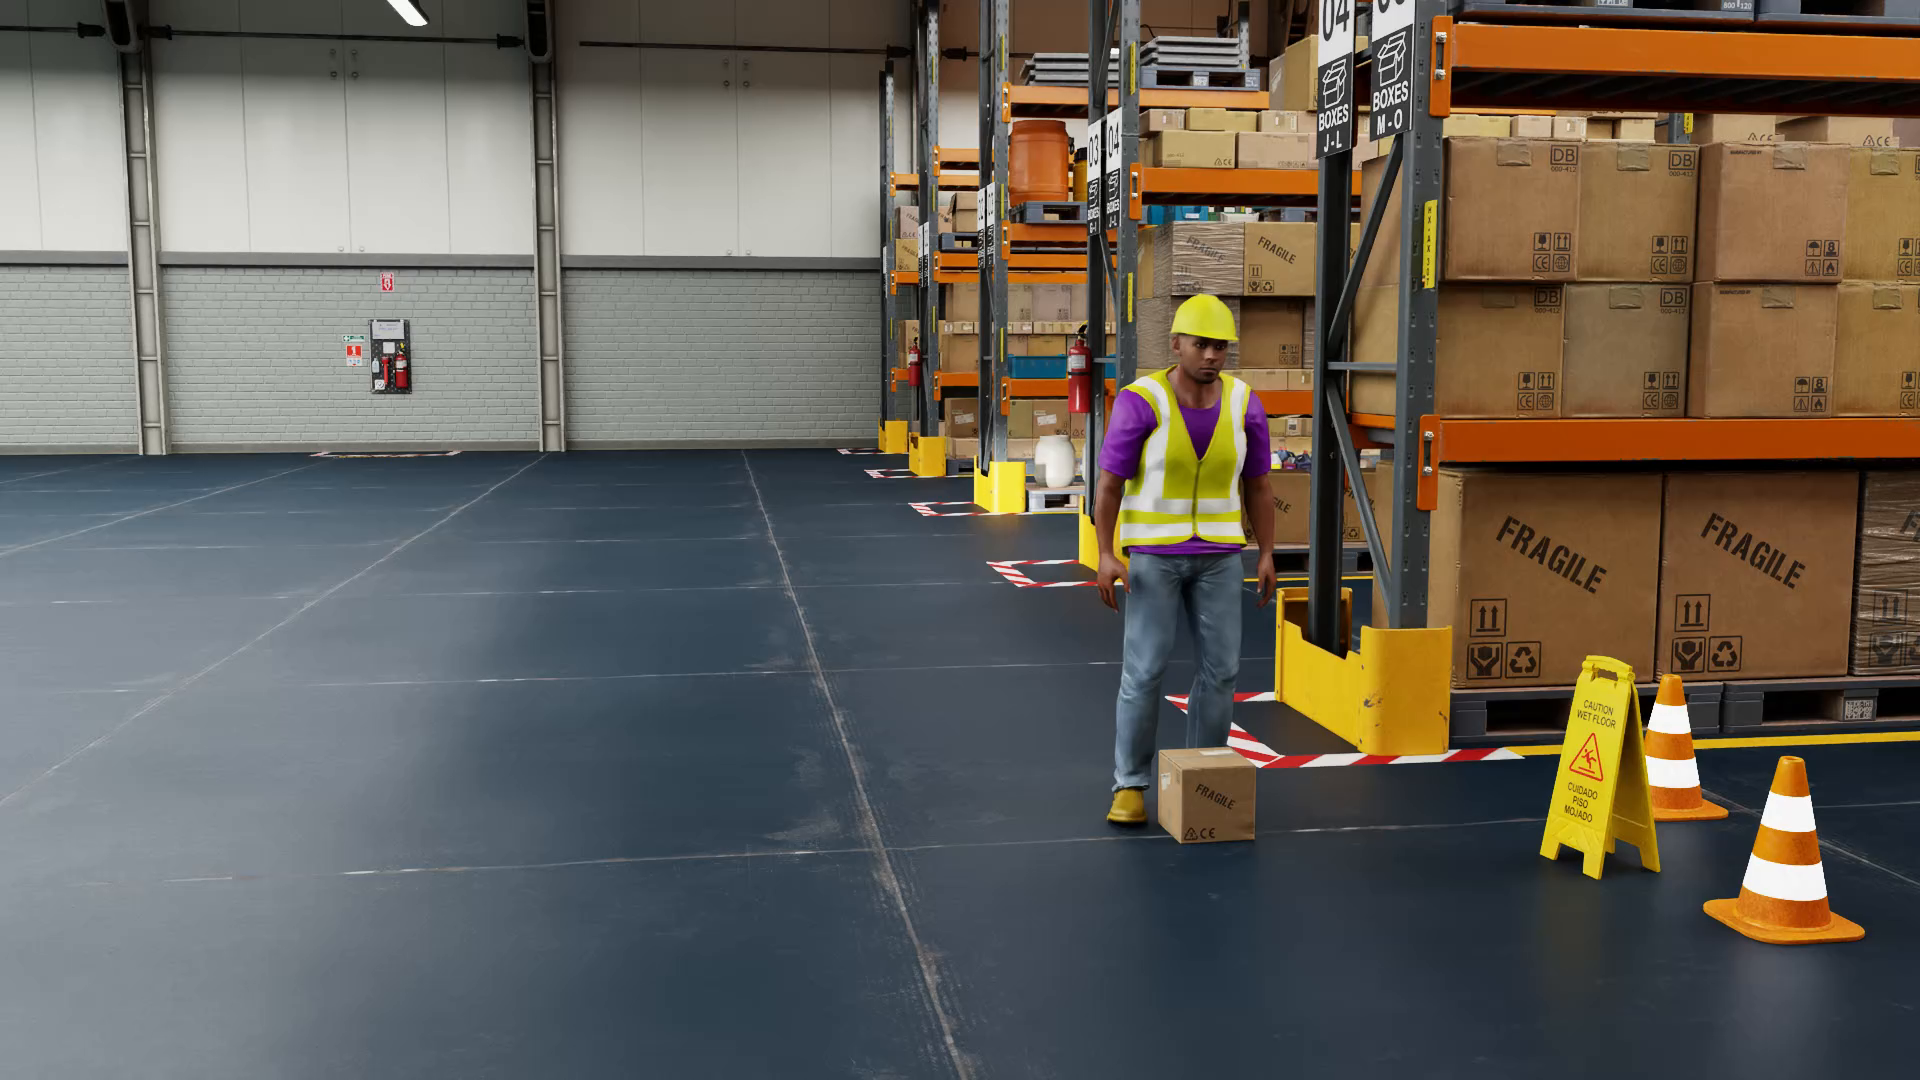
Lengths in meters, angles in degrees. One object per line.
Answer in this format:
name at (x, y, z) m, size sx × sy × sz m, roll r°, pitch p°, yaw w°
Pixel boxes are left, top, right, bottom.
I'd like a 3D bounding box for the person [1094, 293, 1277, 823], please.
person at (0.764, 0.061, 5.589) m, size 0.635 × 1.760 × 0.462 m, roll -1°, pitch 7°, yaw -10°
